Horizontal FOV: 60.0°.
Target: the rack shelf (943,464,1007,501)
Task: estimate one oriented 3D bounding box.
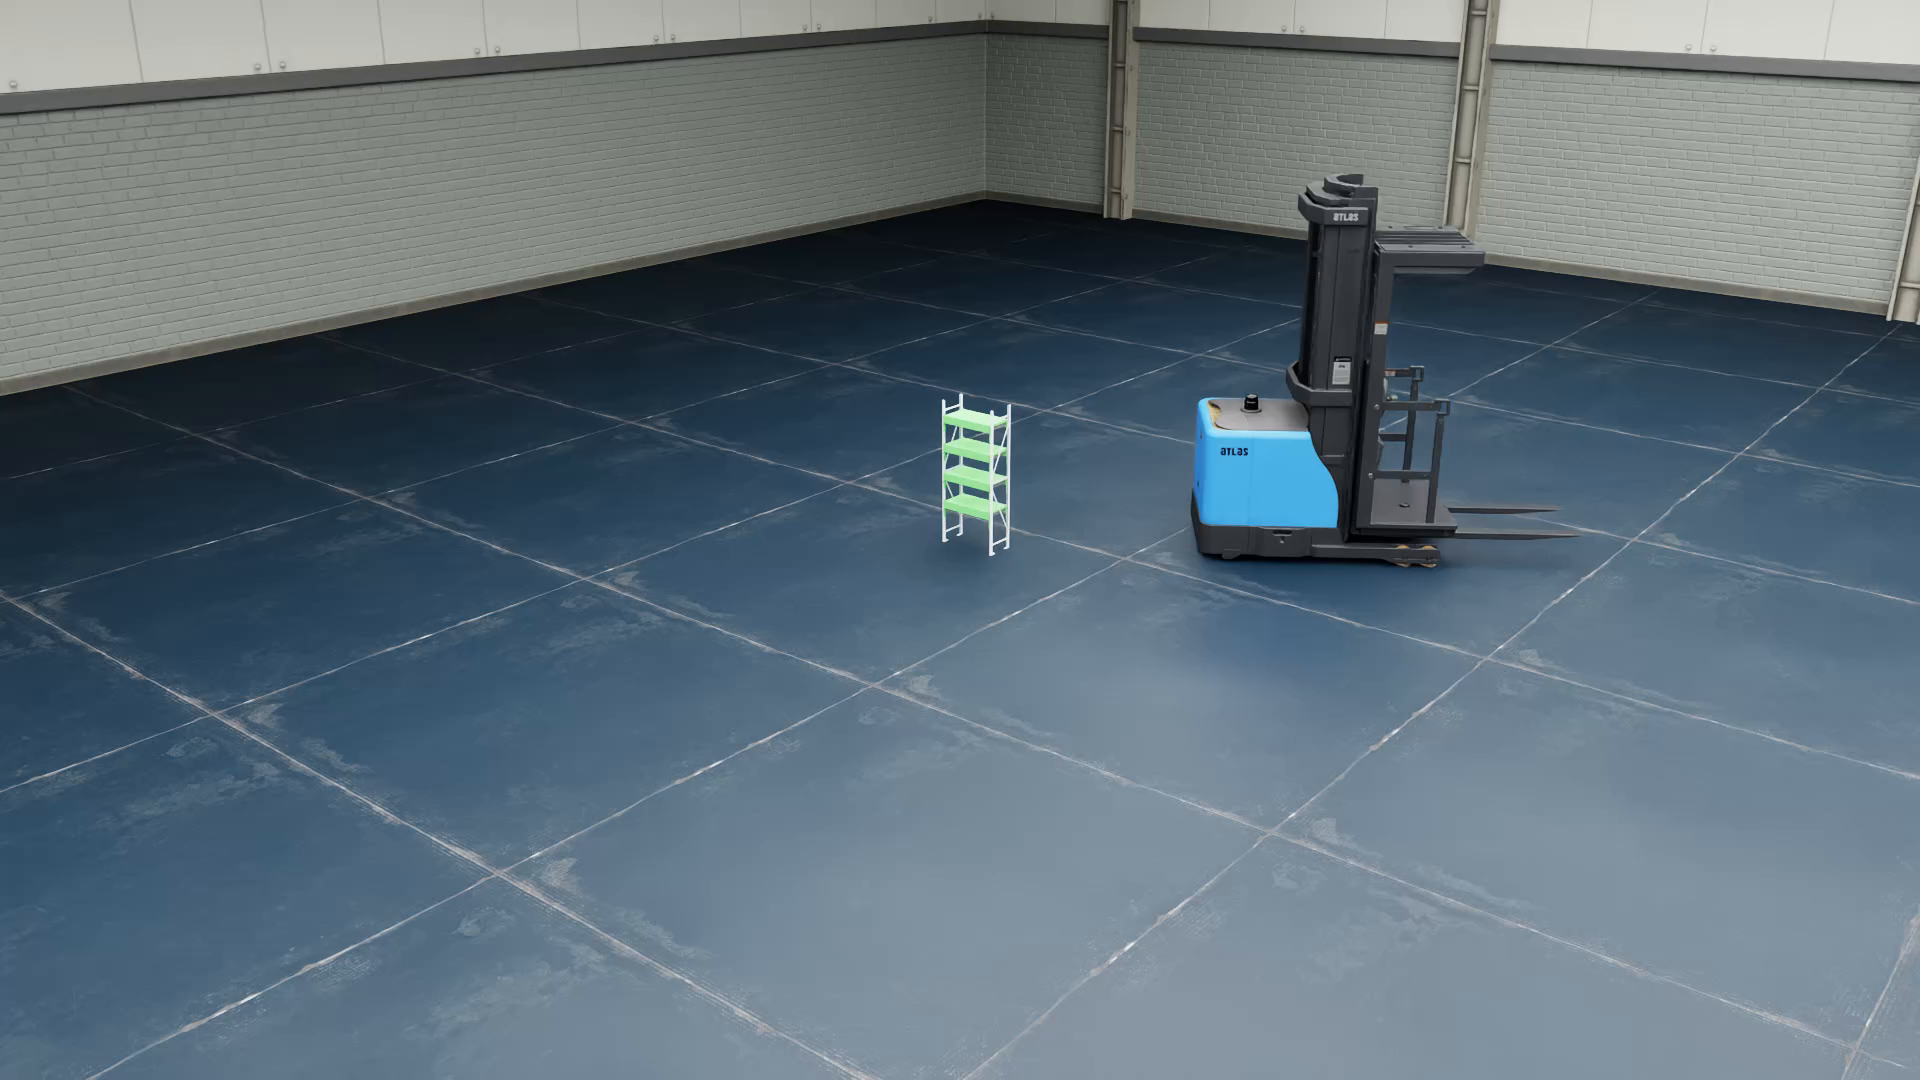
[{"bbox_3d":[0.128,-0.465,13.381,0.480,0.148,0.258,16,26,36],"label":"rack shelf"}]

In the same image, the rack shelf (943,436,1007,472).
[{"bbox_3d":[0.128,-0.689,13.296,0.480,0.148,0.258,16,26,36],"label":"rack shelf"}]

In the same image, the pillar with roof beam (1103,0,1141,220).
[{"bbox_3d":[-0.047,-8.494,23.439,0.400,9.000,9.100,16,26,36],"label":"pillar with roof beam"}]

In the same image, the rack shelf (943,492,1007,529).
[{"bbox_3d":[0.128,-0.240,13.466,0.480,0.148,0.258,16,26,36],"label":"rack shelf"}]

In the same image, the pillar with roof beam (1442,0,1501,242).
[{"bbox_3d":[4.602,-7.155,19.889,0.400,9.000,9.100,16,26,36],"label":"pillar with roof beam"}]

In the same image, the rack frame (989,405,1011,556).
[{"bbox_3d":[0.317,-0.470,13.214,0.015,1.200,0.240,16,26,36],"label":"rack frame"}]

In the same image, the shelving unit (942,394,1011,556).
[{"bbox_3d":[0.128,-0.524,13.359,0.503,1.200,0.258,16,26,36],"label":"shelving unit"}]

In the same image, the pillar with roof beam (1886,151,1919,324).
[{"bbox_3d":[9.250,-5.817,16.340,0.400,9.000,9.100,16,26,36],"label":"pillar with roof beam"}]

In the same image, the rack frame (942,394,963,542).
[{"bbox_3d":[-0.061,-0.579,13.503,0.015,1.200,0.240,16,26,36],"label":"rack frame"}]

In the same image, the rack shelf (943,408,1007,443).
[{"bbox_3d":[0.128,-0.914,13.212,0.480,0.148,0.258,16,26,36],"label":"rack shelf"}]

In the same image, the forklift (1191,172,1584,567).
[{"bbox_3d":[3.438,-1.350,13.094,3.031,2.935,1.130,1,21,3],"label":"forklift"}]
